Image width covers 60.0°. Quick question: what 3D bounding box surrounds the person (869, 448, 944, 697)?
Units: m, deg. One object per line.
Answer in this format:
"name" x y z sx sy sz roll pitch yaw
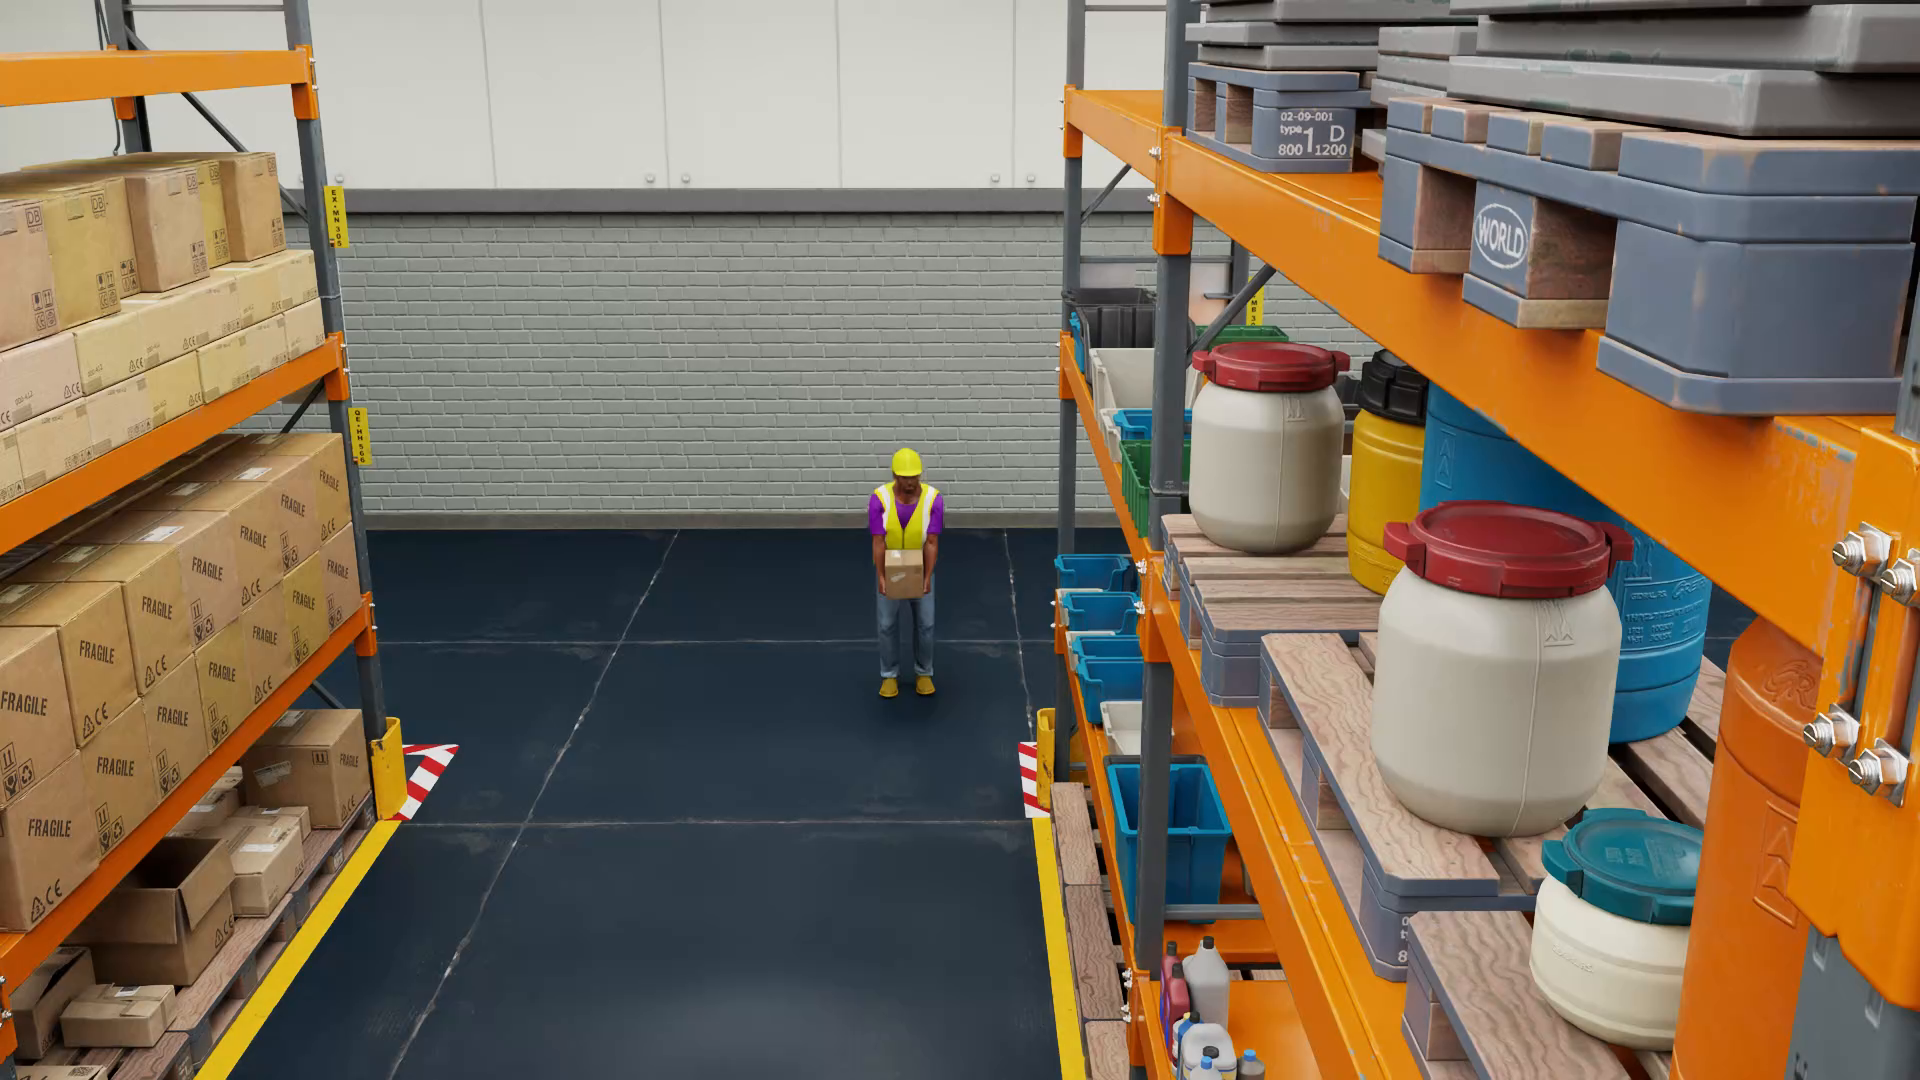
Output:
"person" -0.360 0.226 11.302 0.503 1.744 0.589 -1 17 -2
